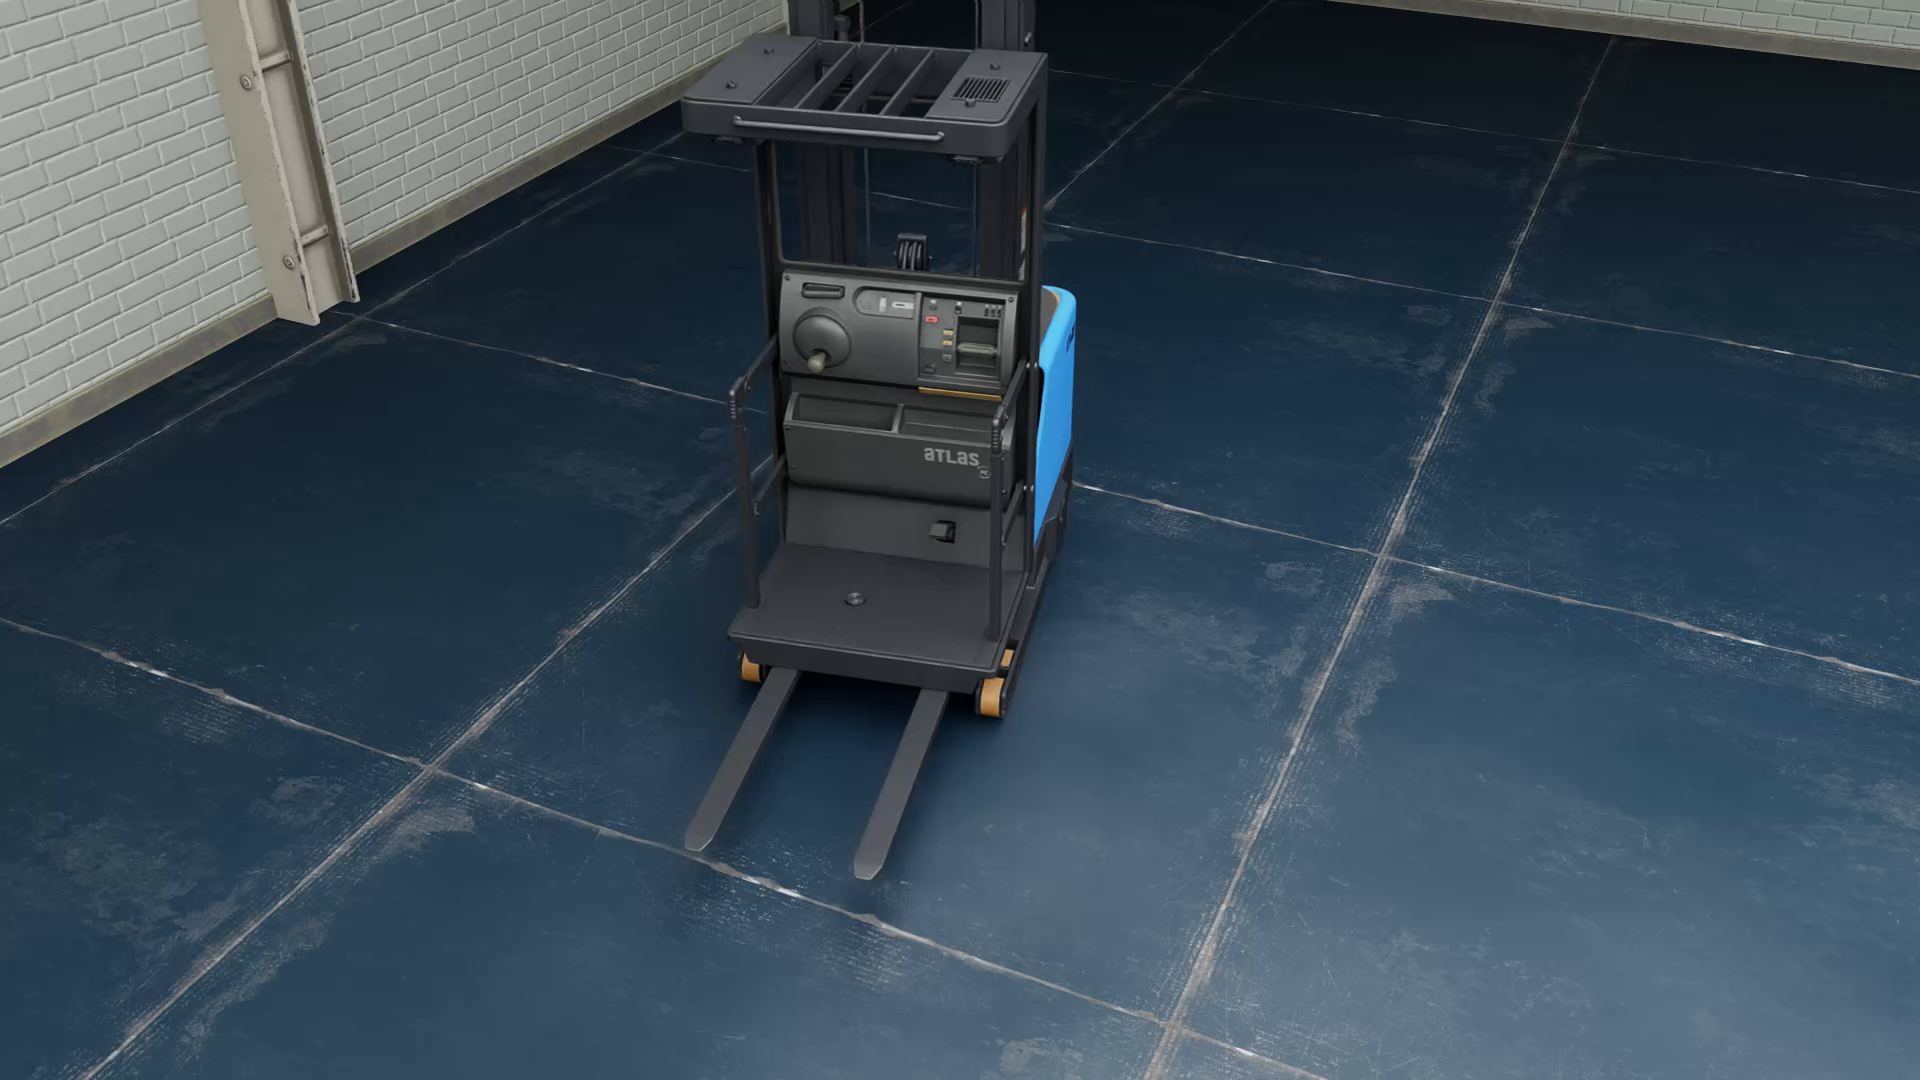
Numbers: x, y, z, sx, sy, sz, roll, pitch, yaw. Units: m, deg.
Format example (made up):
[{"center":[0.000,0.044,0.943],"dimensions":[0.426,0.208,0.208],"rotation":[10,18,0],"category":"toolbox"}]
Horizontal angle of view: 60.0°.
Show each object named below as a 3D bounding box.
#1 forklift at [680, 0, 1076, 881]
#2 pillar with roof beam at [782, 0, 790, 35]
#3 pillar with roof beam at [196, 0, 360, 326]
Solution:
[{"center":[-0.288,-0.744,6.211],"dimensions":[1.130,2.935,3.031],"rotation":[7,34,11],"category":"forklift"},{"center":[2.616,-7.140,10.432],"dimensions":[9.100,9.000,0.400],"rotation":[14,36,20],"category":"pillar with roof beam"},{"center":[0.106,-4.152,5.875],"dimensions":[9.100,9.000,0.400],"rotation":[14,36,20],"category":"pillar with roof beam"}]
